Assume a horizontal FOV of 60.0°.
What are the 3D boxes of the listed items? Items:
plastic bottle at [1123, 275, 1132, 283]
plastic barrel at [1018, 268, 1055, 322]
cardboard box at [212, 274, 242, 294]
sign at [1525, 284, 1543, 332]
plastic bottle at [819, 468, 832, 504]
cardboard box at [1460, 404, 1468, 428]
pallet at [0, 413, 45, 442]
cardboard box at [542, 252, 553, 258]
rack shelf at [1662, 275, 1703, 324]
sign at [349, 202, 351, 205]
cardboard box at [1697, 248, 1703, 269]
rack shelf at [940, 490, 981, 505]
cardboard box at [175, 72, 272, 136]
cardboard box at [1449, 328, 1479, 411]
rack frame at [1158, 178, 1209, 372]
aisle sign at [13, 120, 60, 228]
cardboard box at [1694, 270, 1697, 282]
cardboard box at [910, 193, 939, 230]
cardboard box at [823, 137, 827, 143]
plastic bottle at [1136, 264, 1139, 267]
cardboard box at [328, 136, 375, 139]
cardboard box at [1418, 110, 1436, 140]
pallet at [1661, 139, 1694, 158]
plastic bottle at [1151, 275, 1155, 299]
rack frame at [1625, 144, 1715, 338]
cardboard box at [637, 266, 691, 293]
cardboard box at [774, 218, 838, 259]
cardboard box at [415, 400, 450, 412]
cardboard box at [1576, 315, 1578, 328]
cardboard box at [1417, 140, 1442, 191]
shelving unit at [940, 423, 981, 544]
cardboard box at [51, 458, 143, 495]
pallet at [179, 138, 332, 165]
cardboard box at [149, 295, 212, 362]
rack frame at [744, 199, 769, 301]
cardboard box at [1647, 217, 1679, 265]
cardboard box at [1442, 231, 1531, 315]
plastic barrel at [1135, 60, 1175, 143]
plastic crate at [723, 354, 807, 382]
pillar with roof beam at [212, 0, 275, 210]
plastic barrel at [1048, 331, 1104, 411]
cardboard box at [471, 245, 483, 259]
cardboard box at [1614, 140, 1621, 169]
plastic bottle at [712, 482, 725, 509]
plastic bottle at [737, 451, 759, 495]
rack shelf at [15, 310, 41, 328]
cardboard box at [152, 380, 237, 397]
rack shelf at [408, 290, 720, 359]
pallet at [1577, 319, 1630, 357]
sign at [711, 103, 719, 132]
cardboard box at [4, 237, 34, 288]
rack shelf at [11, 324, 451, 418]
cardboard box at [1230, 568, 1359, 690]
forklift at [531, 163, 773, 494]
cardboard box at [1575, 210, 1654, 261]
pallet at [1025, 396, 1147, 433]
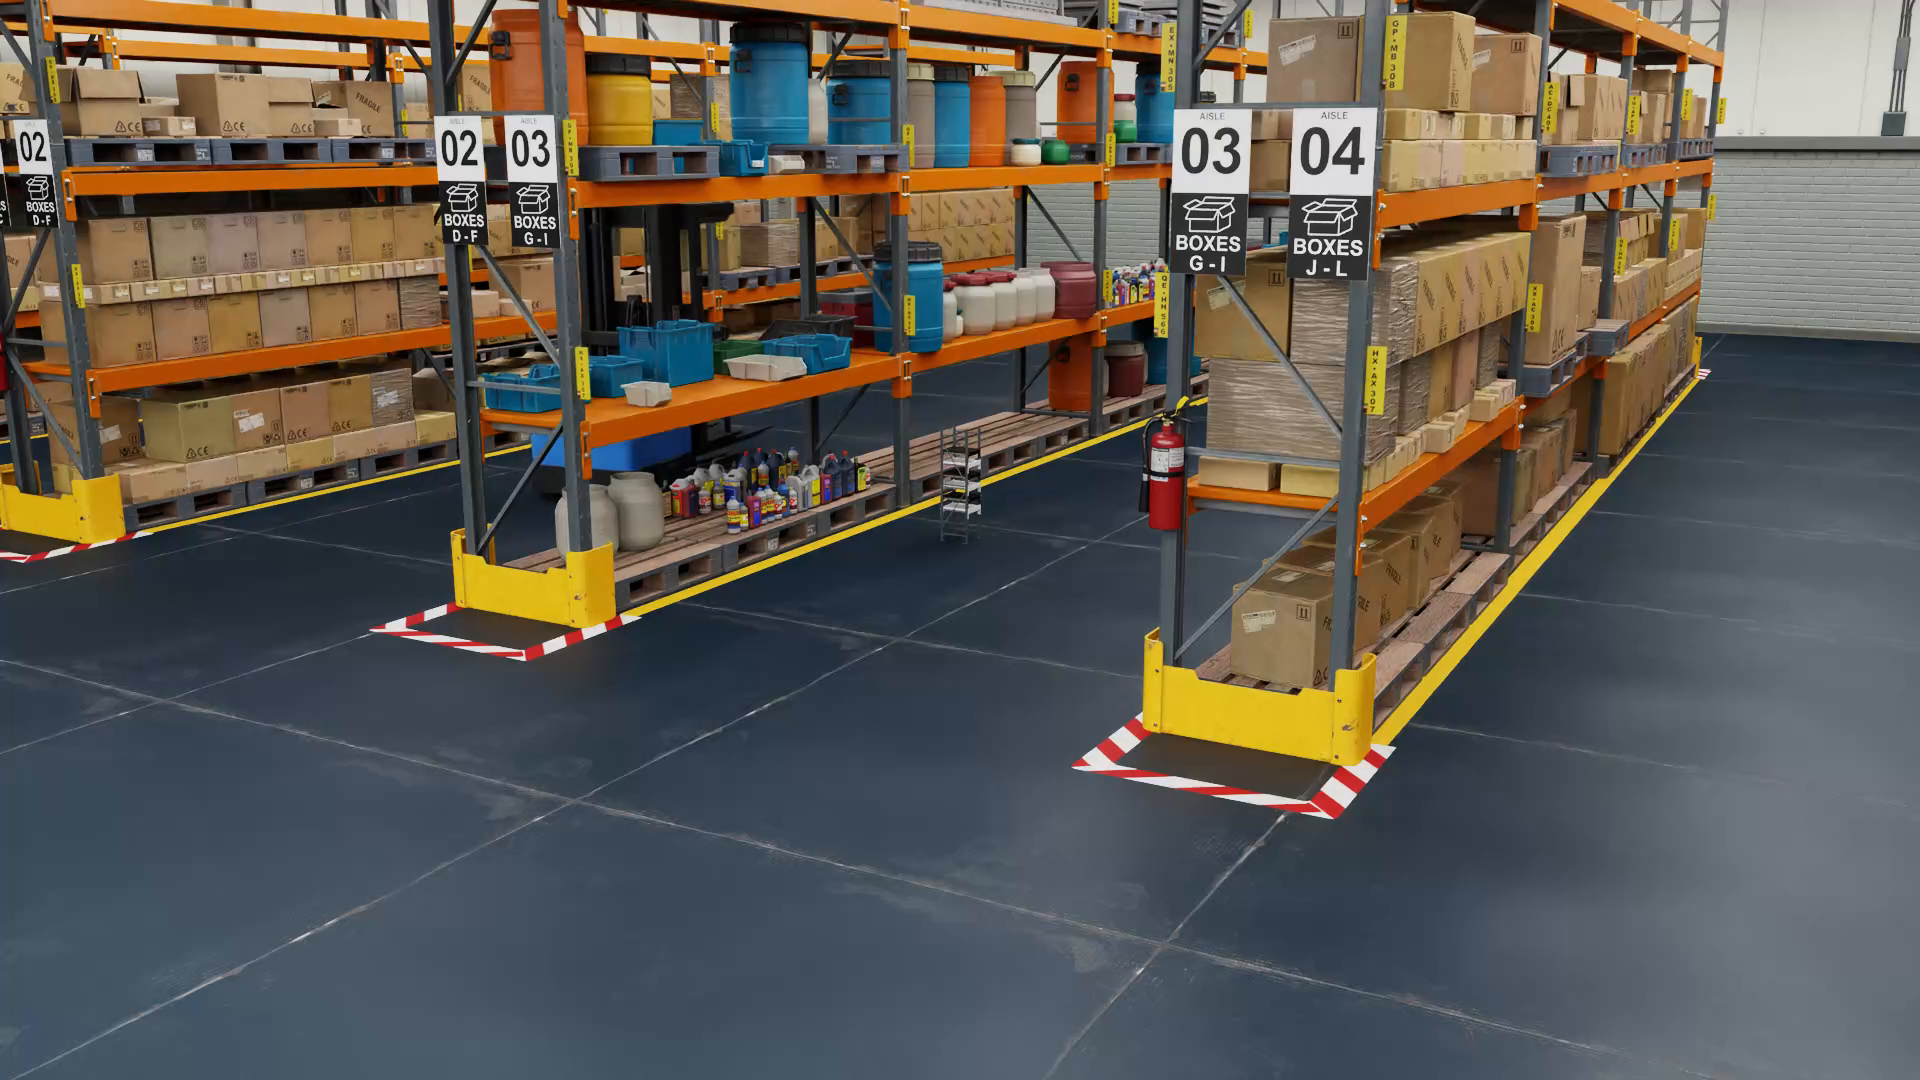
[{"bbox_3d":[1.975,-3.032,19.634,0.097,0.201,0.097,0,14,0],"label":"plastic bottle"},{"bbox_3d":[0.730,-2.427,16.460,0.421,0.512,0.421,0,14,0],"label":"plastic barrel"},{"bbox_3d":[-6.285,-2.160,13.997,0.380,0.149,0.250,7,15,26],"label":"cardboard box"},{"bbox_3d":[3.921,-1.587,11.368,0.100,0.325,0.005,7,15,28],"label":"sign"},{"bbox_3d":[-1.087,-0.438,13.307,0.061,0.283,0.133,9,16,32],"label":"plastic bottle"},{"bbox_3d":[2.948,-0.775,10.385,0.380,0.149,0.250,7,15,28],"label":"cardboard box"},{"bbox_3d":[-10.448,-1.161,17.398,1.003,0.211,1.213,7,15,28],"label":"pallet"},{"bbox_3d":[-6.132,-4.131,24.261,0.380,0.149,0.250,7,15,28],"label":"cardboard box"},{"bbox_3d":[8.277,-2.928,20.312,1.077,0.370,4.000,7,15,28],"label":"rack shelf"},{"bbox_3d":[-8.119,-4.355,22.227,0.100,0.325,0.005,7,15,28],"label":"sign"},{"bbox_3d":[9.242,-3.630,21.375,0.500,0.250,0.500,7,15,27],"label":"cardboard box"},{"bbox_3d":[0.004,-0.319,12.964,0.258,0.077,0.200,7,15,28],"label":"rack shelf"},{"bbox_3d":[-6.119,-3.617,13.828,0.500,0.500,0.500,7,15,28],"label":"cardboard box"},{"bbox_3d":[2.745,-1.121,10.435,0.875,0.500,0.500,7,15,28],"label":"cardboard box"},{"bbox_3d":[2.974,-3.428,20.853,1.000,3.000,0.127,7,15,28],"label":"rack frame"},{"bbox_3d":[-6.925,-2.744,12.468,0.394,0.787,0.004,7,15,28],"label":"aisle sign"},{"bbox_3d":[9.113,-3.350,21.065,0.380,0.149,0.250,7,15,28],"label":"cardboard box"},{"bbox_3d":[-0.637,-4.696,23.763,0.500,0.500,0.500,7,15,26],"label":"cardboard box"},{"bbox_3d":[-1.971,-5.515,21.787,0.600,0.600,0.600,7,15,27],"label":"cardboard box"},{"bbox_3d":[2.160,-3.218,20.256,0.097,0.271,0.097,0,14,0],"label":"plastic bottle"},{"bbox_3d":[-7.744,-4.976,21.022,0.500,0.311,0.500,7,15,28],"label":"cardboard box"},{"bbox_3d":[2.263,-2.170,8.705,0.380,0.149,0.250,8,16,30],"label":"cardboard box"},{"bbox_3d":[7.715,-4.449,18.876,1.003,0.211,1.213,7,15,28],"label":"pallet"},{"bbox_3d":[2.171,-2.855,18.749,0.097,0.271,0.097,0,14,0],"label":"plastic bottle"},{"bbox_3d":[9.244,-3.688,21.930,1.000,3.000,0.127,7,15,28],"label":"rack frame"},{"bbox_3d":[-3.508,-3.057,19.502,0.500,0.311,0.500,9,16,32],"label":"cardboard box"},{"bbox_3d":[-2.062,-4.023,22.210,0.700,0.500,0.500,10,17,37],"label":"cardboard box"},{"bbox_3d":[-5.281,-1.334,17.138,0.500,0.250,0.500,7,15,27],"label":"cardboard box"},{"bbox_3d":[4.807,-1.812,13.542,0.396,0.266,0.258,7,15,26],"label":"cardboard box"},{"bbox_3d":[2.212,-1.966,8.710,0.500,0.250,0.500,7,15,27],"label":"cardboard box"},{"bbox_3d":[0.004,-0.439,12.935,0.258,0.900,0.210,7,15,28],"label":"shelving unit"},{"bbox_3d":[-7.161,-0.539,13.841,0.500,0.250,0.500,7,15,28],"label":"cardboard box"},{"bbox_3d":[-6.208,-3.337,14.263,1.003,0.211,1.213,7,15,28],"label":"pallet"},{"bbox_3d":[-6.675,-1.779,13.801,0.700,0.500,0.500,8,16,29],"label":"cardboard box"},{"bbox_3d":[-3.765,-5.371,28.913,1.000,3.000,0.127,7,15,28],"label":"rack frame"},{"bbox_3d":[7.765,-3.373,18.708,0.500,0.500,0.500,7,15,28],"label":"cardboard box"},{"bbox_3d":[3.466,-1.781,11.042,0.500,0.500,0.500,7,15,28],"label":"cardboard box"},{"bbox_3d":[2.283,-4.967,18.869,0.600,0.901,0.708,7,15,28],"label":"plastic barrel"},{"bbox_3d":[-1.456,-1.297,12.575,0.530,0.136,0.437,7,15,28],"label":"plastic crate"},{"bbox_3d":[-5.249,-5.990,18.679,9.100,9.000,0.400,7,15,28],"label":"pillar with roof beam"},{"bbox_3d":[1.262,-1.859,18.079,0.600,0.830,0.708,7,15,28],"label":"plastic barrel"},{"bbox_3d":[-6.912,-4.110,22.791,0.500,0.500,0.500,8,16,30],"label":"cardboard box"},{"bbox_3d":[5.361,-3.306,14.268,0.500,0.250,0.500,7,15,28],"label":"cardboard box"},{"bbox_3d":[-1.906,-0.353,13.130,0.097,0.201,0.097,0,14,0],"label":"plastic bottle"},{"bbox_3d":[-1.738,-0.556,13.652,0.144,0.351,0.185,7,15,26],"label":"plastic bottle"},{"bbox_3d":[-10.532,-2.149,17.083,1.077,0.370,4.000,7,15,28],"label":"rack shelf"},{"bbox_3d":[-6.692,-1.111,14.612,0.500,0.500,0.500,7,15,28],"label":"cardboard box"},{"bbox_3d":[-4.261,-2.409,18.163,1.077,0.370,4.000,7,15,28],"label":"rack shelf"},{"bbox_3d":[5.125,-1.795,14.488,1.213,0.211,1.003,7,15,28],"label":"pallet"},{"bbox_3d":[-2.812,-4.853,19.091,0.100,0.325,0.005,7,15,28],"label":"sign"},{"bbox_3d":[-10.013,-2.874,17.230,0.500,0.500,0.500,7,15,26],"label":"cardboard box"},{"bbox_3d":[-6.194,-1.589,14.759,1.077,0.370,4.000,7,15,28],"label":"rack shelf"},{"bbox_3d":[1.825,0.480,9.081,0.500,0.500,0.500,11,17,38],"label":"cardboard box"},{"bbox_3d":[-2.746,-2.072,15.374,1.130,2.935,3.031,5,14,20],"label":"forklift"},{"bbox_3d":[7.008,-3.271,17.849,0.797,0.503,0.637,7,15,27],"label":"cardboard box"},{"bbox_3d":[1.385,-1.418,18.467,1.003,0.211,1.213,7,15,28],"label":"pallet"}]
